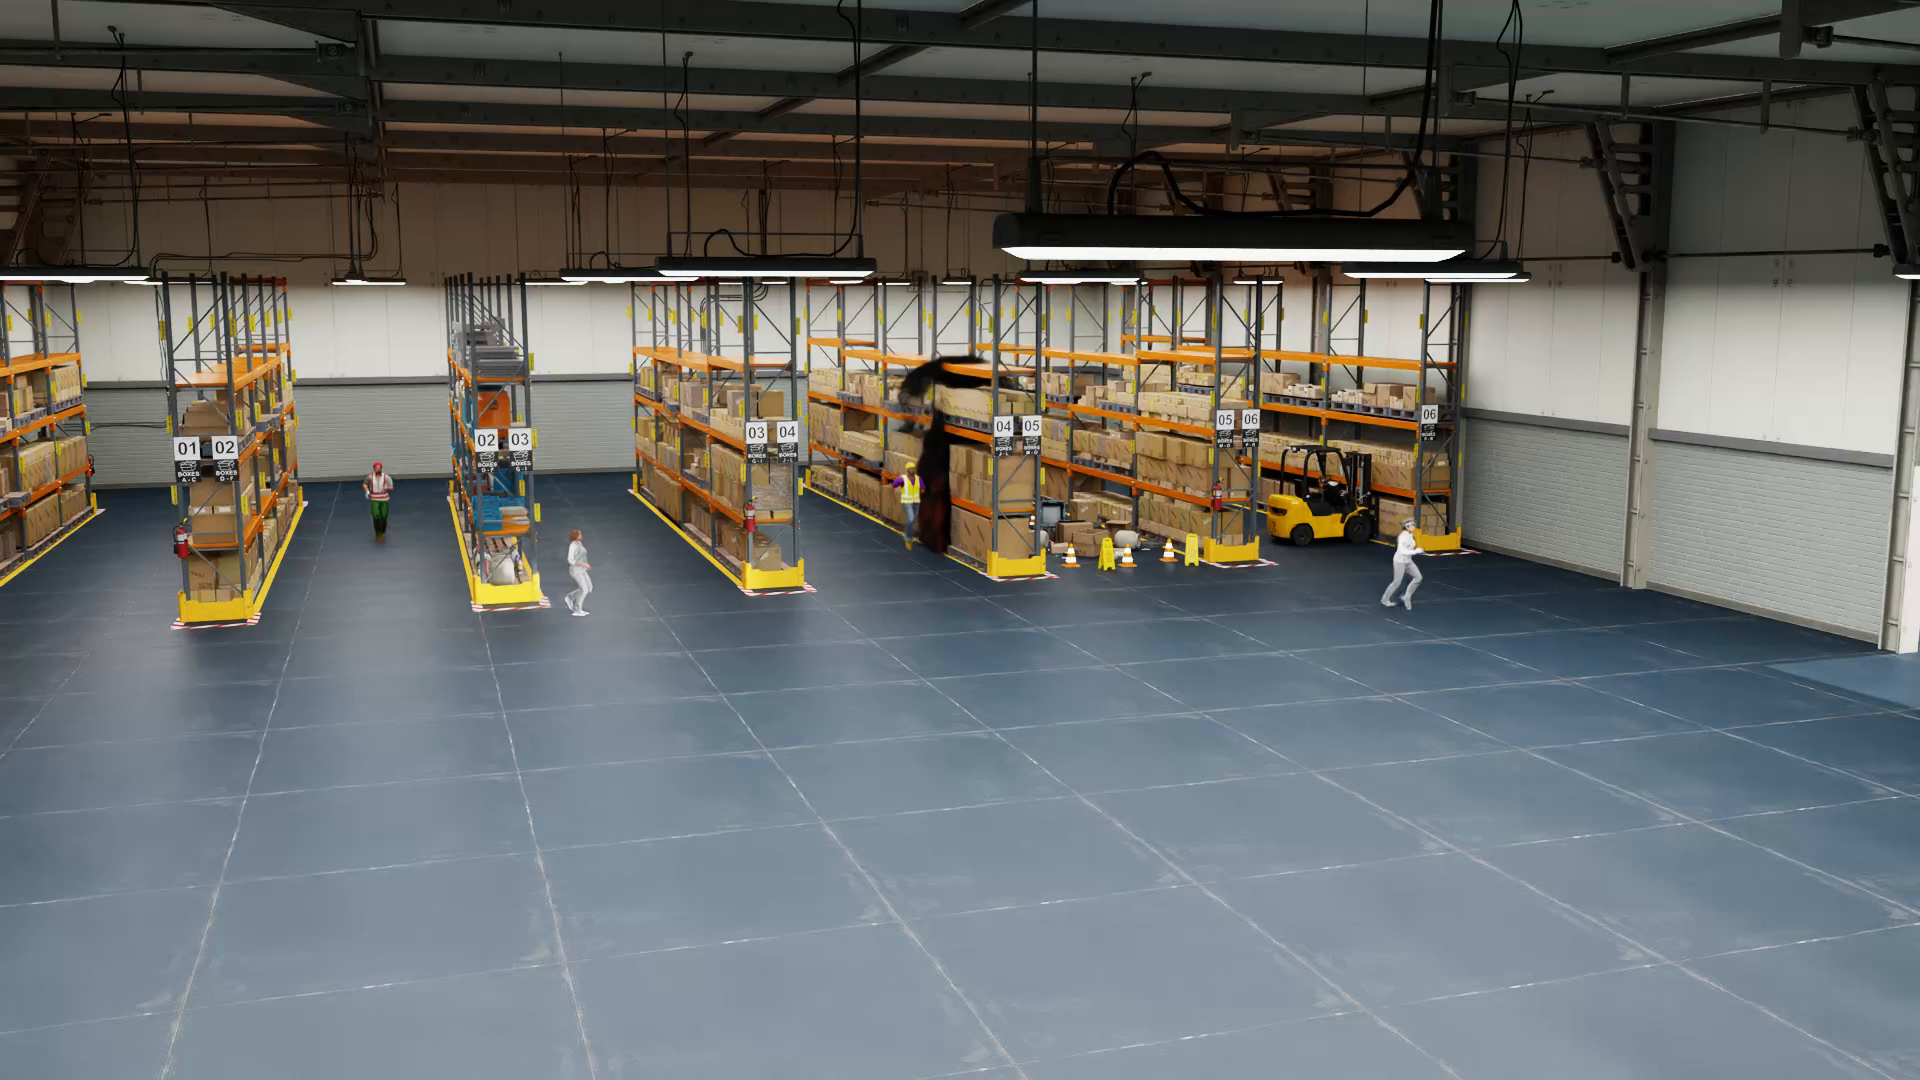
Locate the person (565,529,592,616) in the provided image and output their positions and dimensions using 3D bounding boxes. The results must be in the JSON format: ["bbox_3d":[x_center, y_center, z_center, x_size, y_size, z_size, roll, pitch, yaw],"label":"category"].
[{"bbox_3d":[-6.708,0.566,29.203,0.559,1.551,0.528,1,9,4],"label":"person"}]

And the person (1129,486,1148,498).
[{"bbox_3d":[4.782,-1.720,44.120,0.574,1.664,1.086,-3,9,-18],"label":"person"}]

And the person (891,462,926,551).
[{"bbox_3d":[-1.036,-0.721,35.229,0.672,1.863,0.715,-5,10,-31],"label":"person"}]

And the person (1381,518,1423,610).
[{"bbox_3d":[7.923,0.419,29.729,0.790,1.680,0.625,6,11,36],"label":"person"}]

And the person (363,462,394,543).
[{"bbox_3d":[-13.209,-0.860,37.841,0.631,1.844,0.735,-4,9,-22],"label":"person"}]
